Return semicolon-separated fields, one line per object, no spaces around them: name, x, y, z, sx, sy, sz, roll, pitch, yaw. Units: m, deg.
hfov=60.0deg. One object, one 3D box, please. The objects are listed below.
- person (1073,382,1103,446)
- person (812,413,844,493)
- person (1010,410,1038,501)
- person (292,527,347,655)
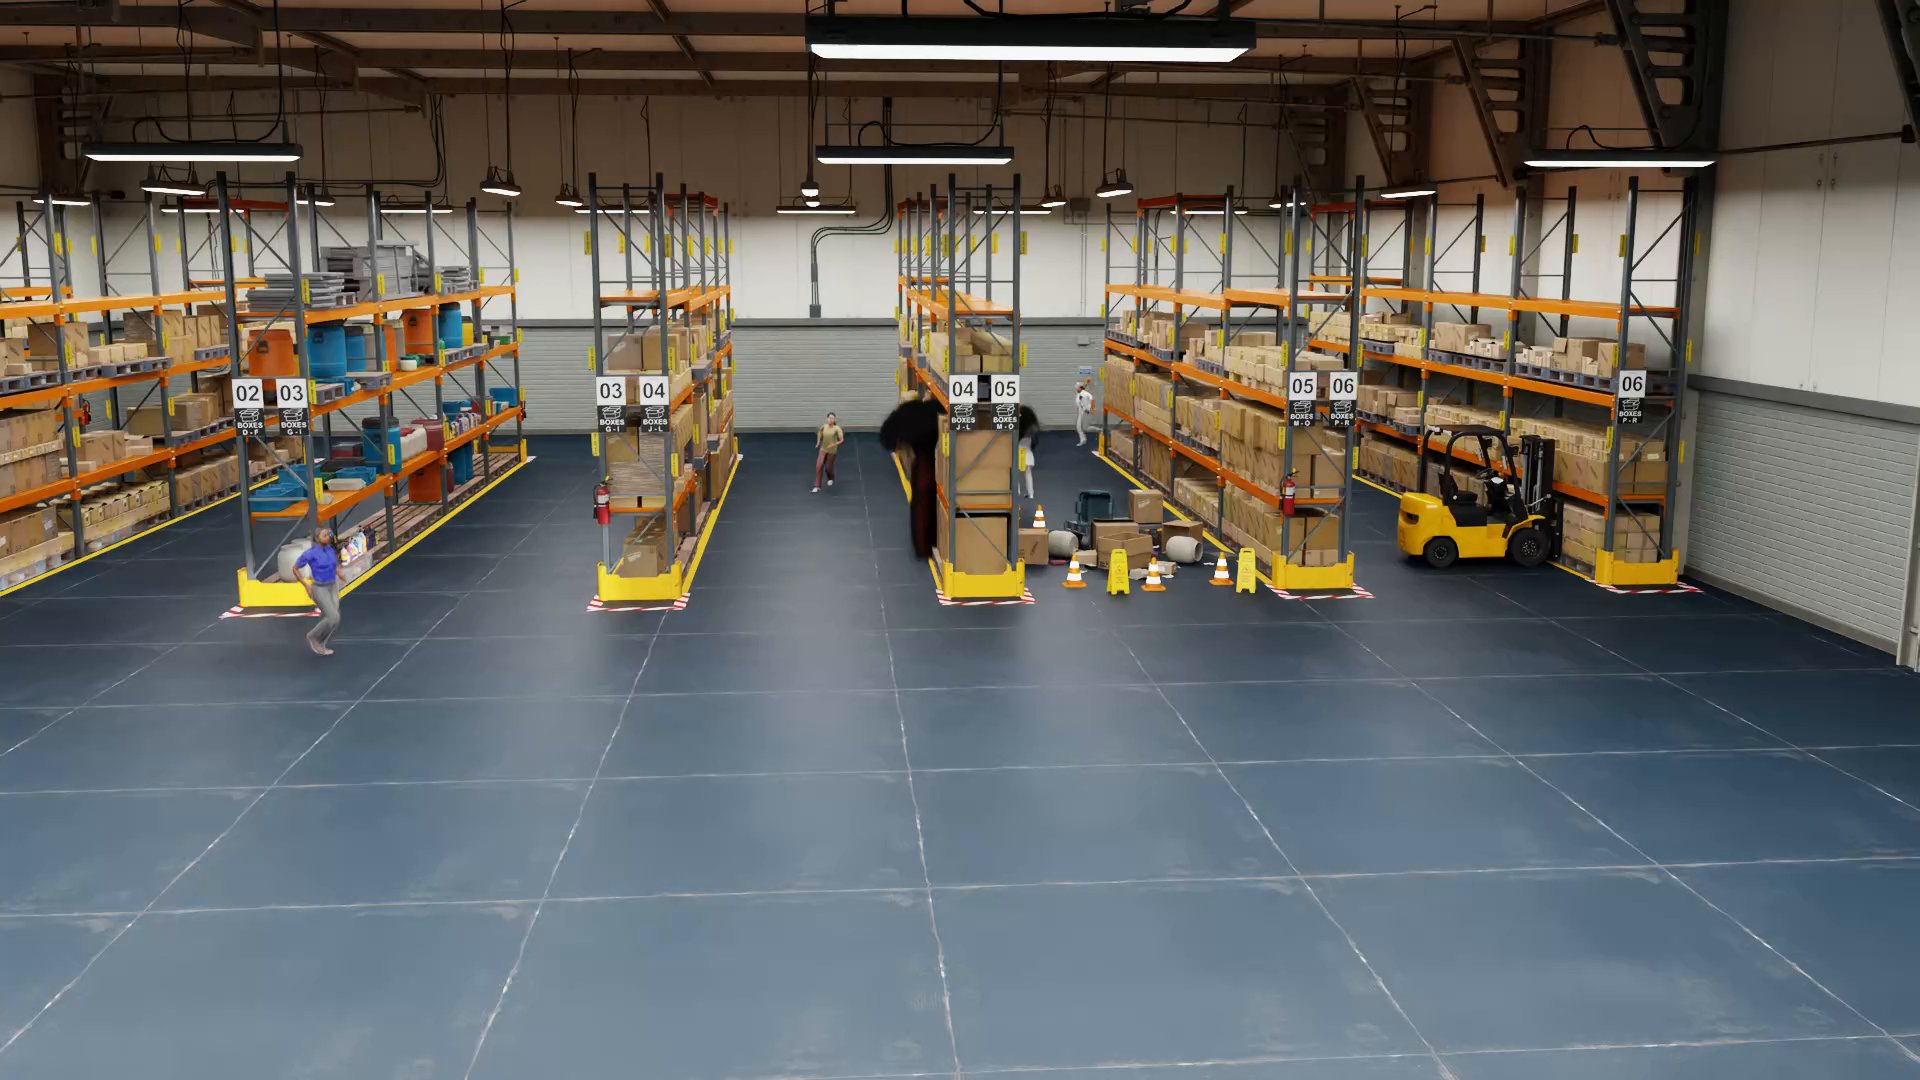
person;3.246;-3.205;42.300;0.805;1.625;0.595;-3;10;-17
person;-2.679;-1.822;34.269;0.617;1.630;0.902;3;10;15
person;1.197;-1.608;32.082;0.710;1.760;1.057;-2;10;-11
person;-7.775;0.637;20.403;0.579;1.610;0.571;4;11;21
